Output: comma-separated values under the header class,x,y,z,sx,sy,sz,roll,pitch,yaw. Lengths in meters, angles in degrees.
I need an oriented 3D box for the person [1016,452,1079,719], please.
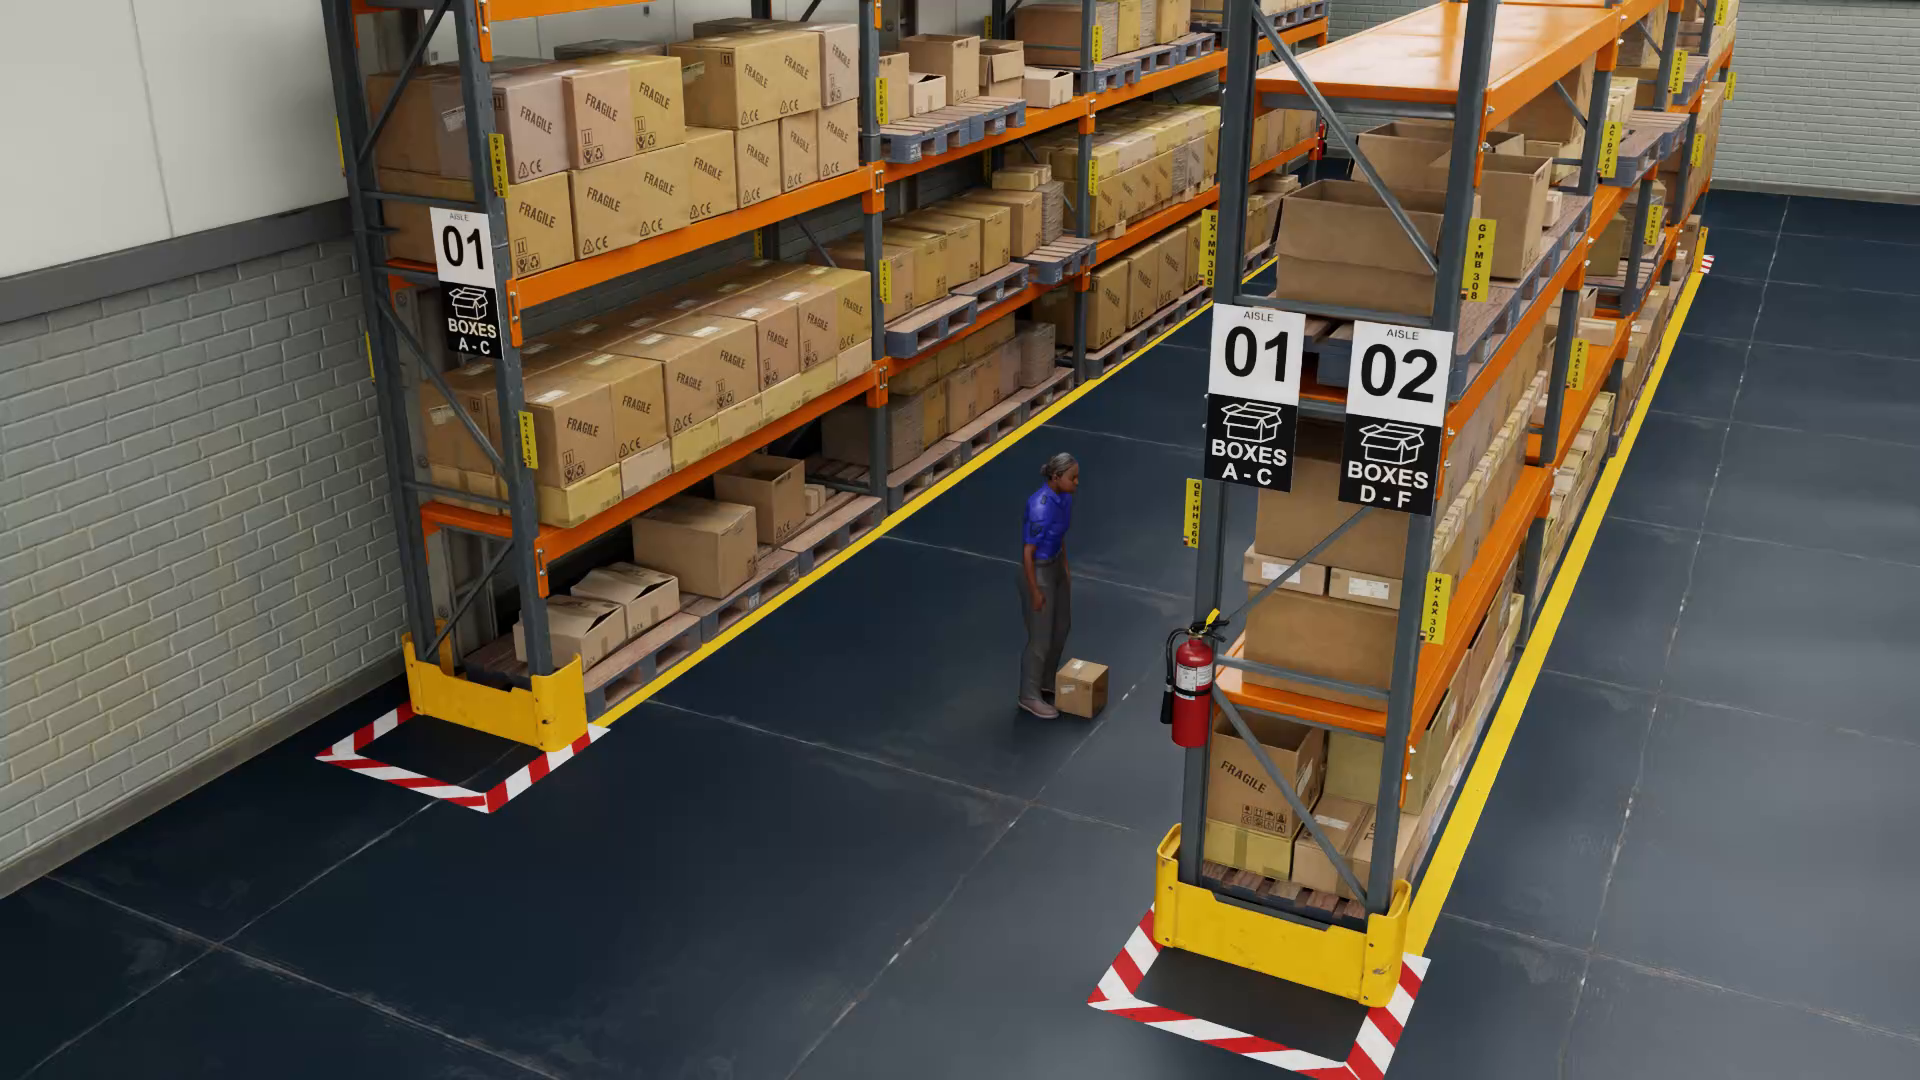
class,x,y,z,sx,sy,sz,roll,pitch,yaw
person,0.541,0.240,10.166,0.350,1.654,0.503,11,25,25
